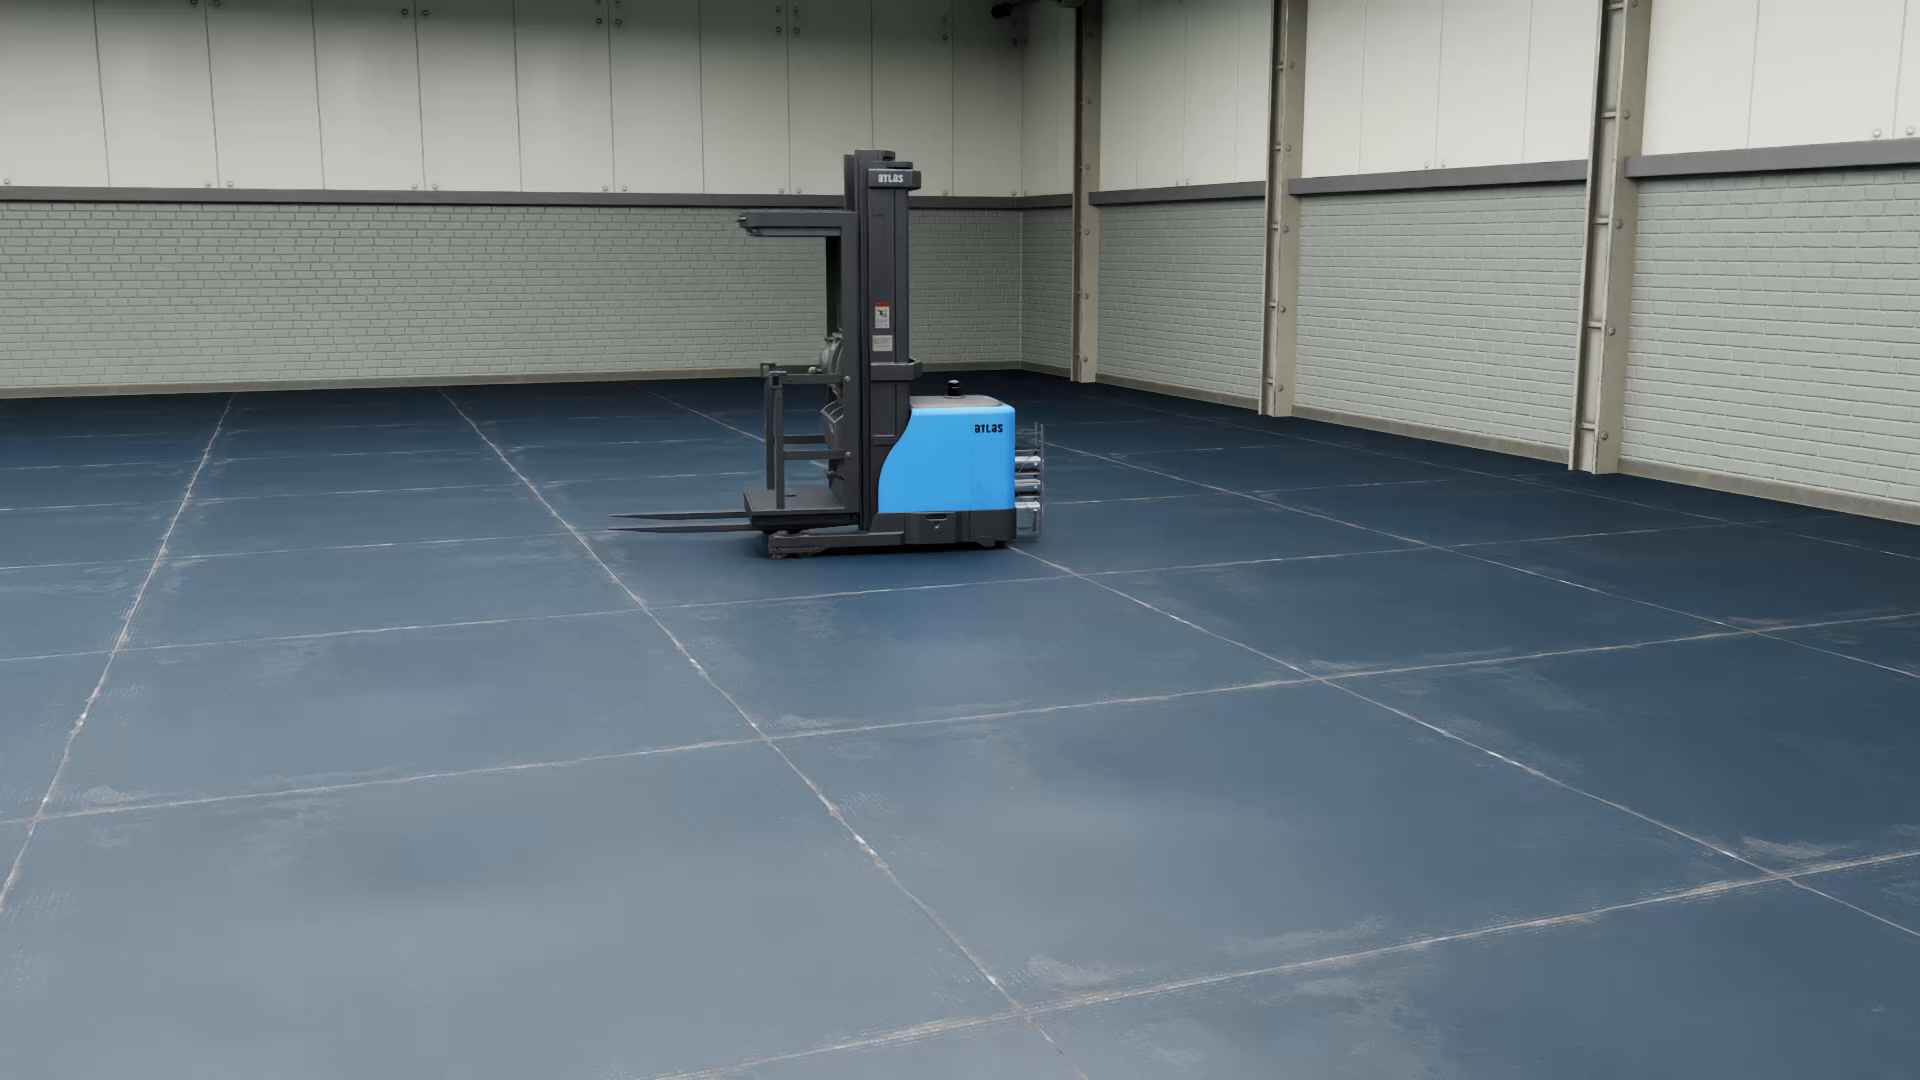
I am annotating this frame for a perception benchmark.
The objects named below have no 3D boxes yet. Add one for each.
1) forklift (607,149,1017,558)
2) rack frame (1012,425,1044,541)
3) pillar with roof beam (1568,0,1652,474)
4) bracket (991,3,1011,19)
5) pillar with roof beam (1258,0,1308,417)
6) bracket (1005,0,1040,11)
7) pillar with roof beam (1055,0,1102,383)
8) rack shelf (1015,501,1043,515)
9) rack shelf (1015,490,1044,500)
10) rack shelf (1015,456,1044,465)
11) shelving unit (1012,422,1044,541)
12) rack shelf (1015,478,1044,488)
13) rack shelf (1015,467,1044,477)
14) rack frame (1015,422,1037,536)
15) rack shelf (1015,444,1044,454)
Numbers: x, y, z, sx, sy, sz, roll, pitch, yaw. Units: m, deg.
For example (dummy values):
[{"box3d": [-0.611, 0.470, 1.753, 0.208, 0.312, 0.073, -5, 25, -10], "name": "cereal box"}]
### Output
[{"box3d": [-1.141, -1.411, 12.481, 3.031, 2.935, 1.130, -2, 10, -10], "name": "forklift"}, {"box3d": [0.521, -0.440, 12.819, 0.240, 0.900, 0.006, -2, 10, -10], "name": "rack frame"}, {"box3d": [2.410, -4.857, 14.533, 9.100, 9.000, 0.400, -4, 11, -21], "name": "pillar with roof beam"}, {"box3d": [0.734, -9.294, 29.194, 0.235, 0.232, 0.430, -4, 11, -21], "name": "bracket"}, {"box3d": [0.236, -5.837, 20.038, 9.100, 9.000, 0.400, -4, 11, -21], "name": "pillar with roof beam"}, {"box3d": [0.948, -9.197, 28.652, 0.076, 0.066, 3.189, -4, 11, -21], "name": "bracket"}, {"box3d": [-1.938, -6.816, 25.544, 9.100, 9.000, 0.548, -4, 11, -21], "name": "pillar with roof beam"}, {"box3d": [0.502, -0.247, 12.955, 0.258, 0.077, 0.200, -2, 10, -10], "name": "rack shelf"}, {"box3d": [0.502, -0.336, 12.939, 0.258, 0.077, 0.200, -2, 10, -10], "name": "rack shelf"}, {"box3d": [0.503, -0.602, 12.892, 0.258, 0.077, 0.200, -2, 10, -10], "name": "rack shelf"}, {"box3d": [0.502, -0.457, 12.918, 0.258, 0.900, 0.210, -2, 10, -10], "name": "shelving unit"}, {"box3d": [0.502, -0.424, 12.923, 0.258, 0.077, 0.200, -2, 10, -10], "name": "rack shelf"}, {"box3d": [0.503, -0.513, 12.908, 0.258, 0.077, 0.200, -2, 10, -10], "name": "rack shelf"}, {"box3d": [0.484, -0.475, 13.016, 0.240, 0.900, 0.006, -2, 10, -10], "name": "rack frame"}, {"box3d": [0.503, -0.690, 12.876, 0.258, 0.077, 0.200, -2, 10, -10], "name": "rack shelf"}]
